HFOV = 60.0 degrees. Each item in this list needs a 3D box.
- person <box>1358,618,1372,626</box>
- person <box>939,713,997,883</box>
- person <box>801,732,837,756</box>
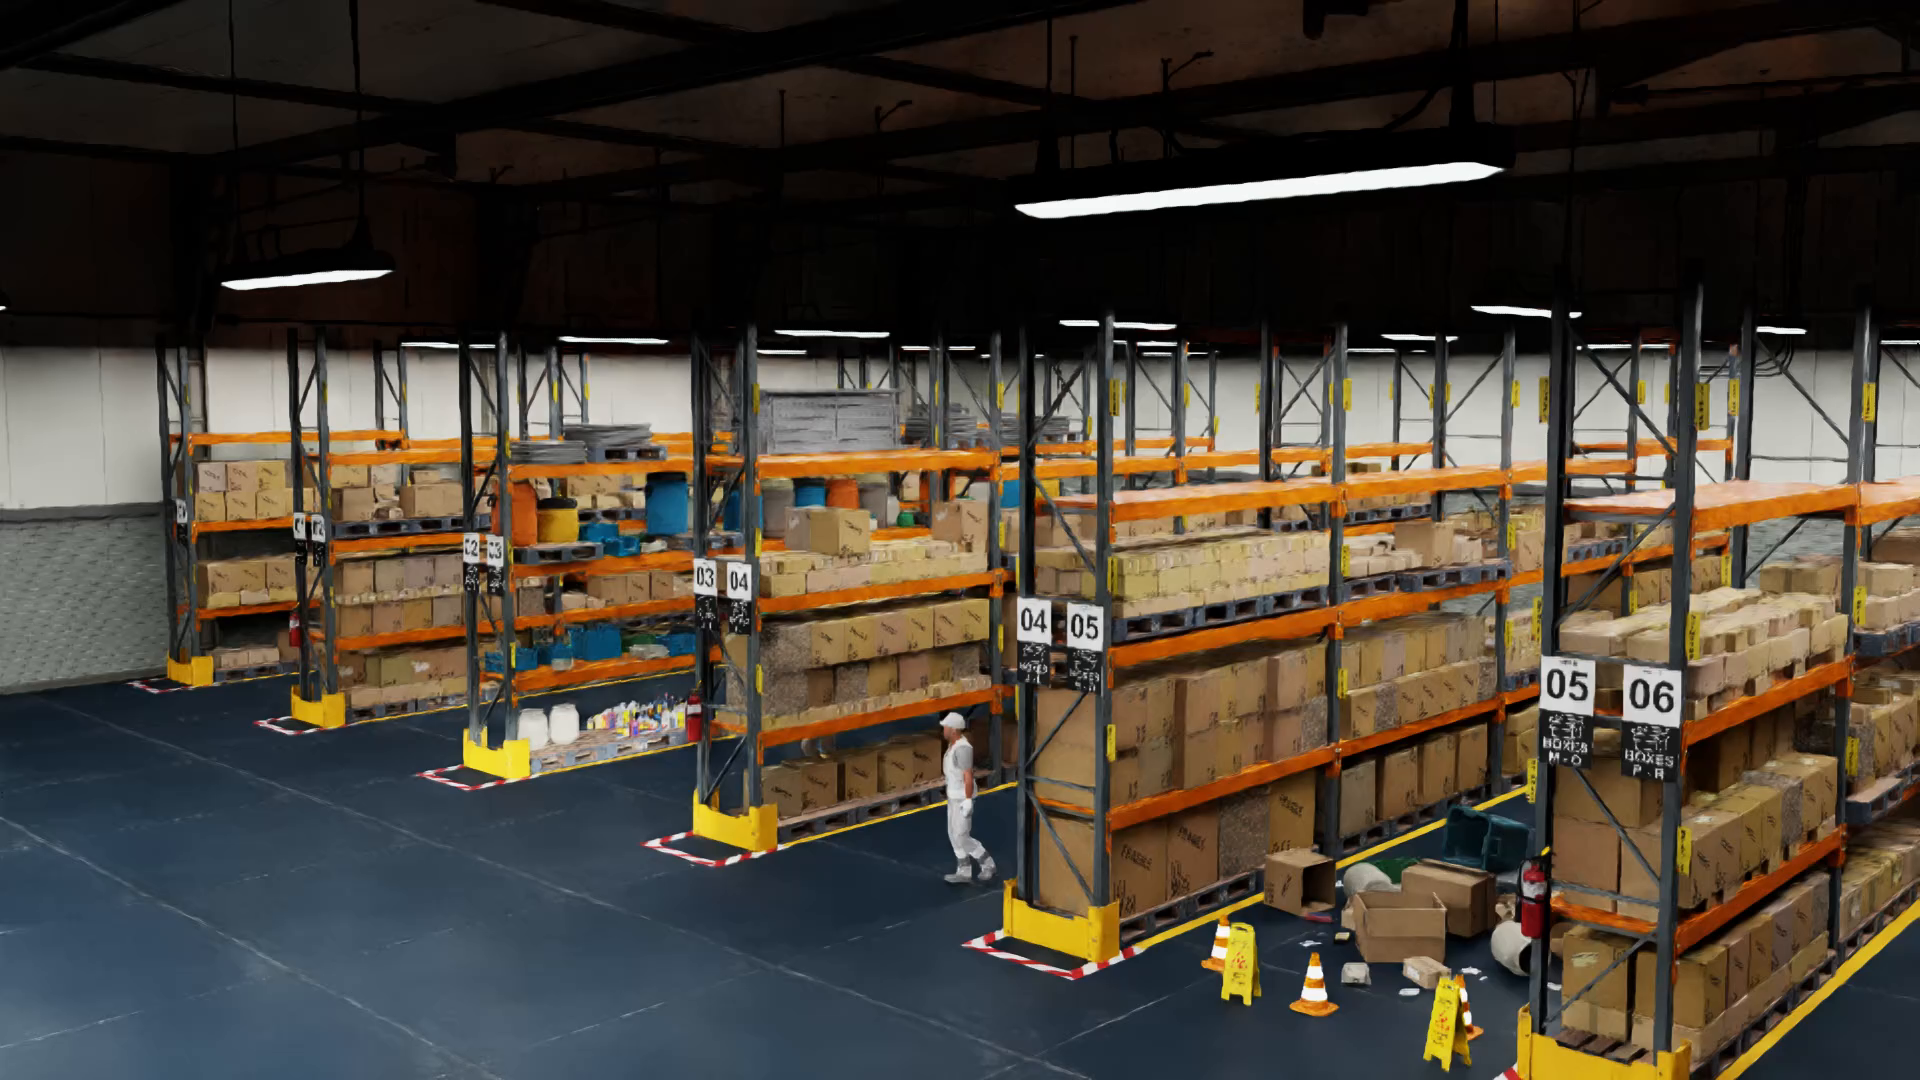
[{"bbox_3d":[6.259,1.967,25.534,1.090,1.583,0.497,-5,7,-44],"label":"person"},{"bbox_3d":[0.079,2.671,17.205,0.576,1.776,0.588,-1,5,-12],"label":"person"},{"bbox_3d":[-1.813,2.305,21.639,0.682,1.676,0.535,5,7,41],"label":"person"}]
